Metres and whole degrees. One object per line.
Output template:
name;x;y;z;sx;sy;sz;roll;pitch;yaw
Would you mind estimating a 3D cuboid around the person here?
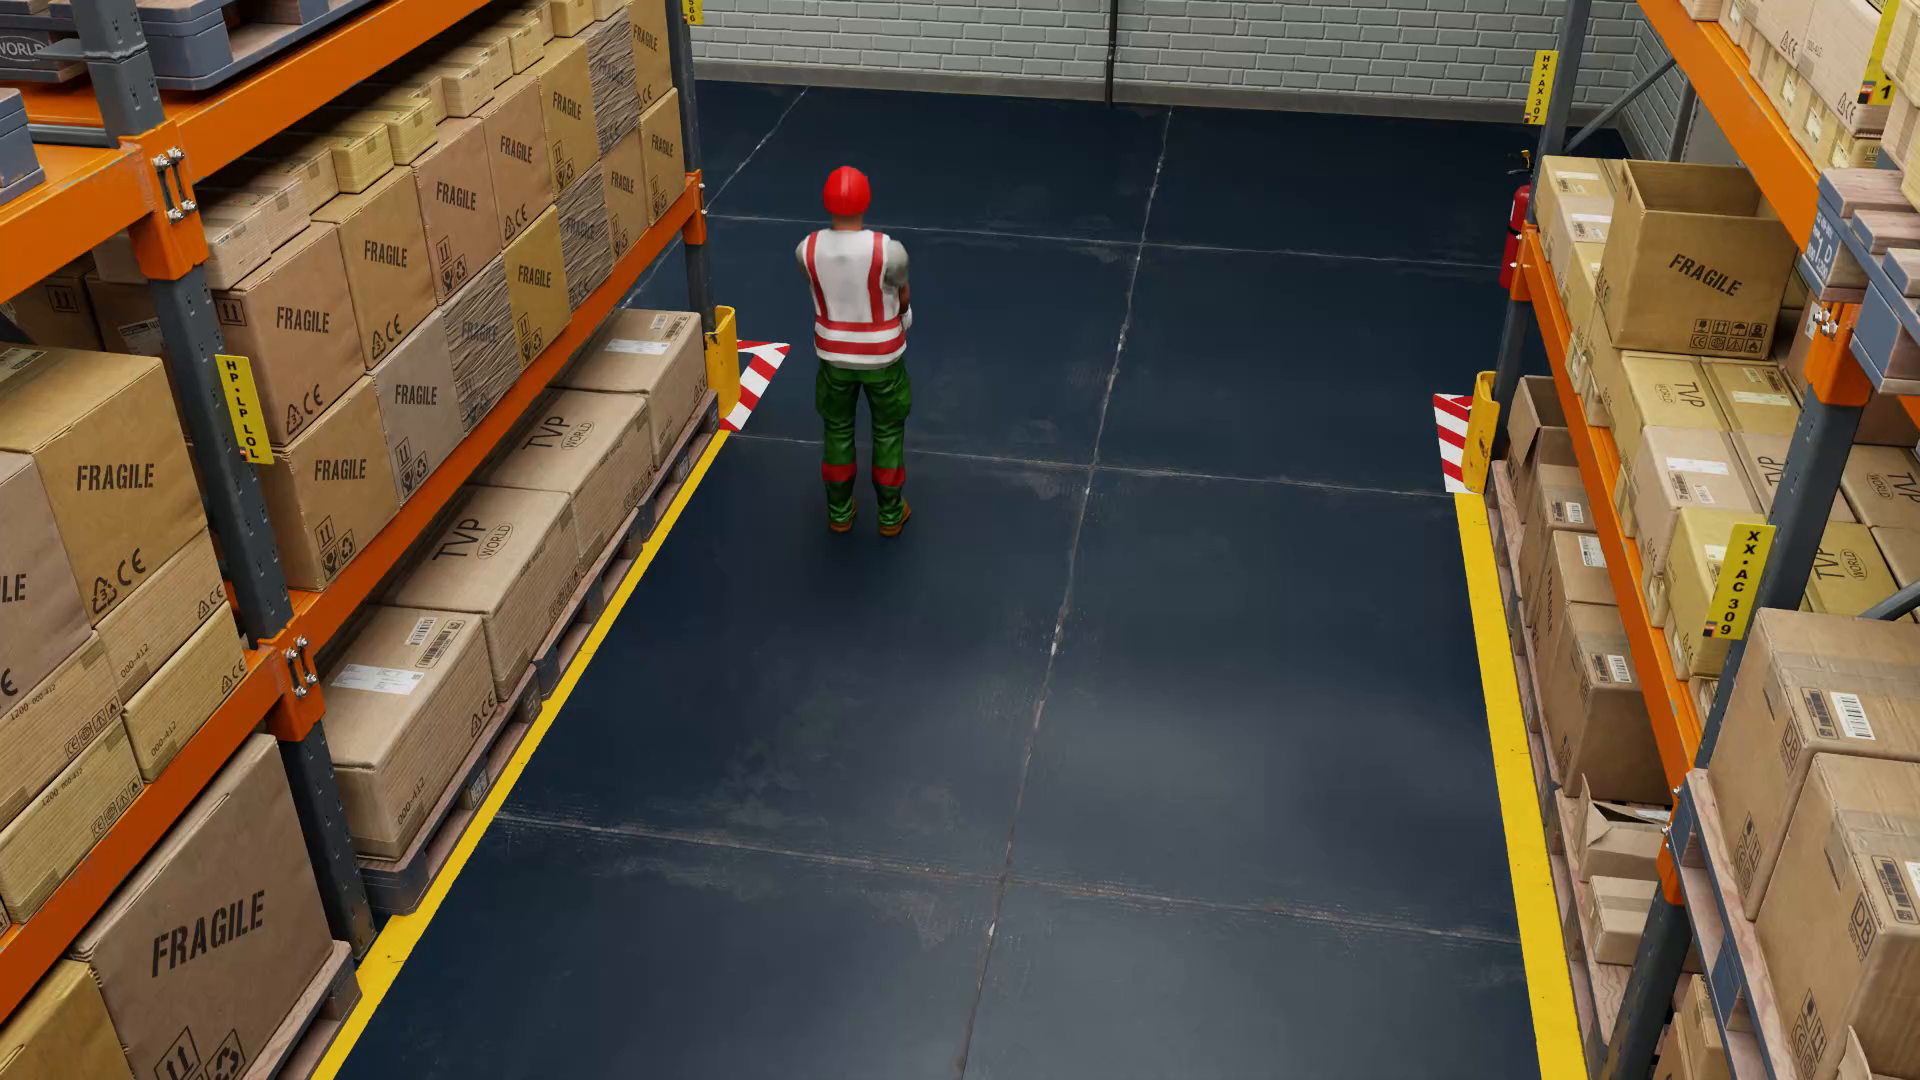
person;-0.442;-0.883;7.527;0.494;1.782;0.569;5;32;8
